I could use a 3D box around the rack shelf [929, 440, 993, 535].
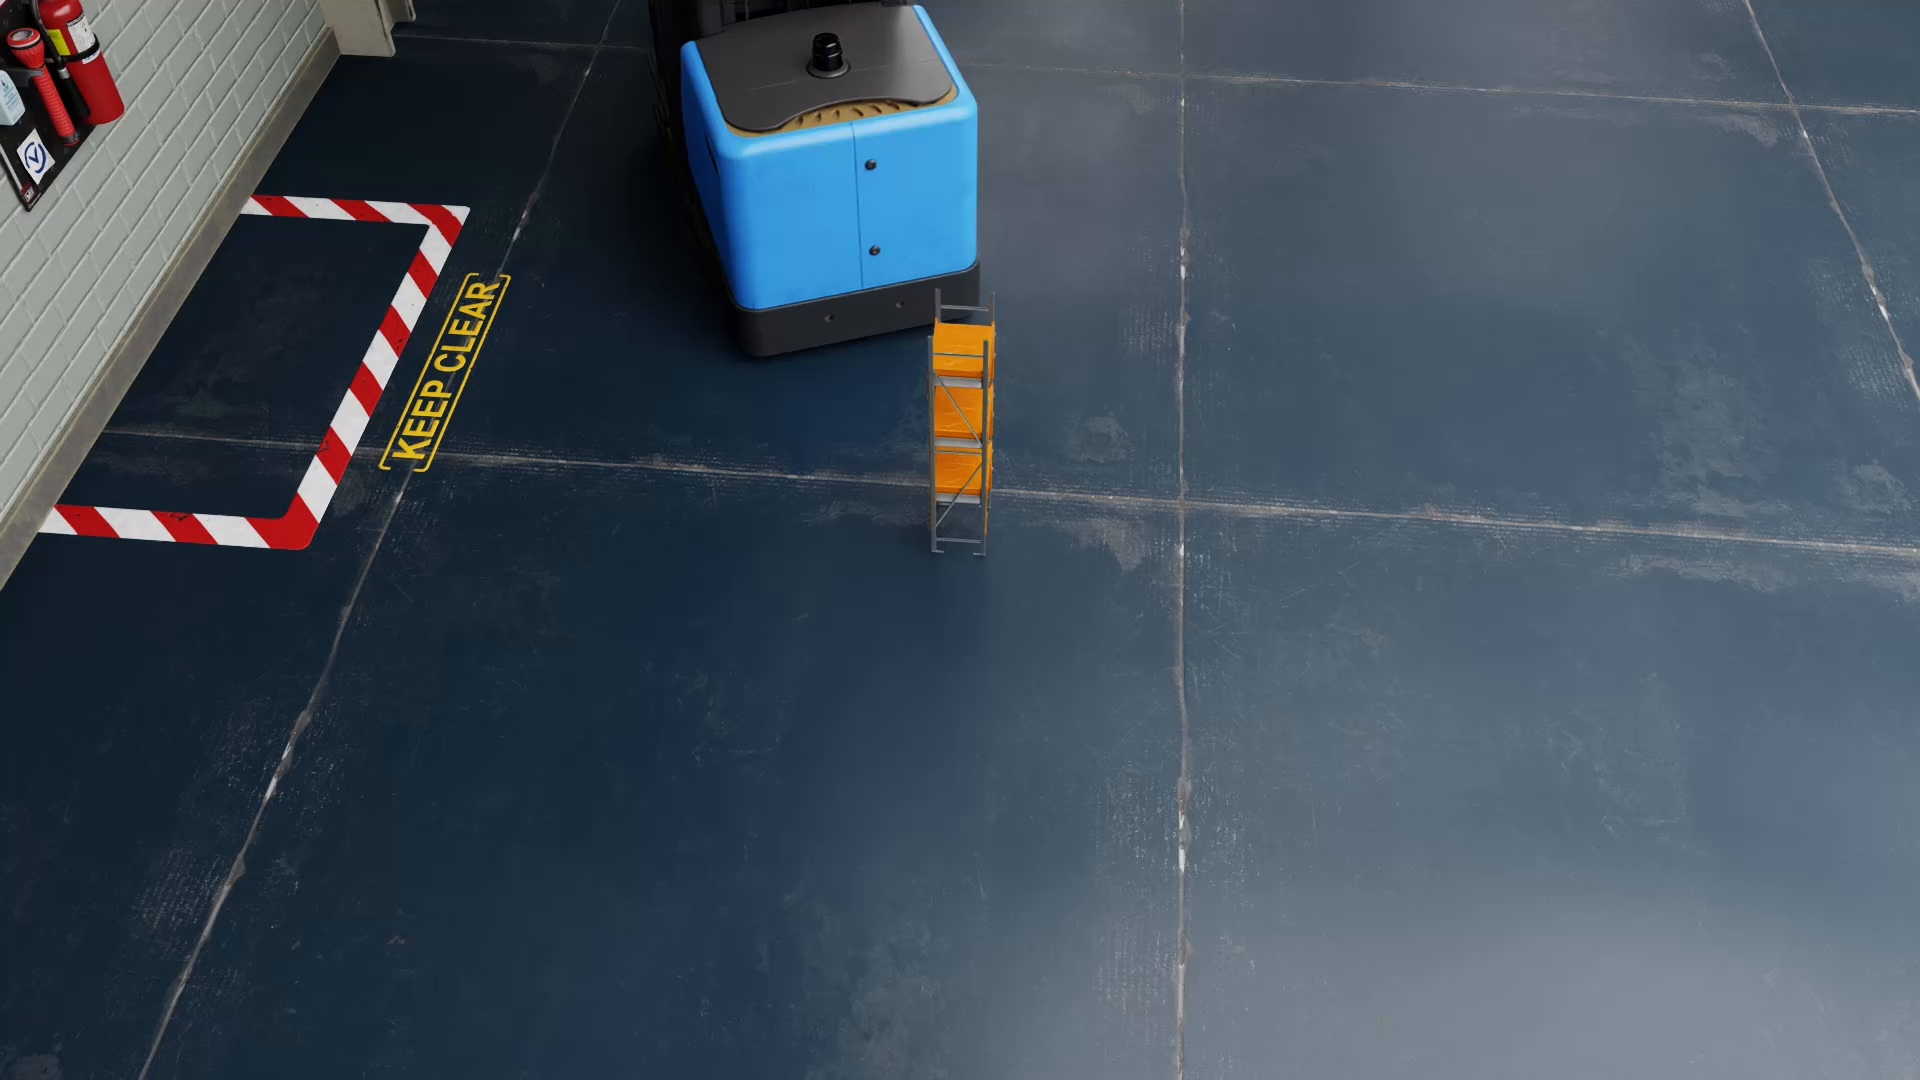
[{"bbox_3d":[0.005,-0.199,6.111,0.215,0.259,0.240,4,48,4],"label":"rack shelf"}]

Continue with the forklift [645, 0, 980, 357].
[{"bbox_3d":[-0.838,-2.855,6.875,1.130,2.935,3.031,-13,49,-11],"label":"forklift"}]

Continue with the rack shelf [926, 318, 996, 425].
[{"bbox_3d":[0.005,-0.578,5.697,0.215,0.259,0.240,4,48,4],"label":"rack shelf"}]

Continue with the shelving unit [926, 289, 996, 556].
[{"bbox_3d":[0.005,-0.394,5.899,0.215,1.050,0.252,4,48,4],"label":"shelving unit"}]

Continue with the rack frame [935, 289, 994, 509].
[{"bbox_3d":[0.016,-0.483,5.981,0.200,1.050,0.008,4,48,4],"label":"rack frame"}]

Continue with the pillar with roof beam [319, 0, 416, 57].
[{"bbox_3d":[1.246,-5.379,5.071,9.100,9.000,0.400,4,48,4],"label":"pillar with roof beam"}]

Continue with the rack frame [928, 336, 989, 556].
[{"bbox_3d":[-0.006,-0.304,5.817,0.200,1.050,0.008,4,48,4],"label":"rack frame"}]

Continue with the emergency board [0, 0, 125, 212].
[{"bbox_3d":[-3.305,-1.830,5.891,0.194,1.169,0.643,4,48,4],"label":"emergency board"}]

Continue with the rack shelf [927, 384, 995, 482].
[{"bbox_3d":[0.005,-0.386,5.906,0.215,0.259,0.240,4,48,4],"label":"rack shelf"}]

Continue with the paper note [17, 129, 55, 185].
[{"bbox_3d":[-3.390,-1.408,6.102,0.016,0.148,0.142,4,48,4],"label":"paper note"}]
